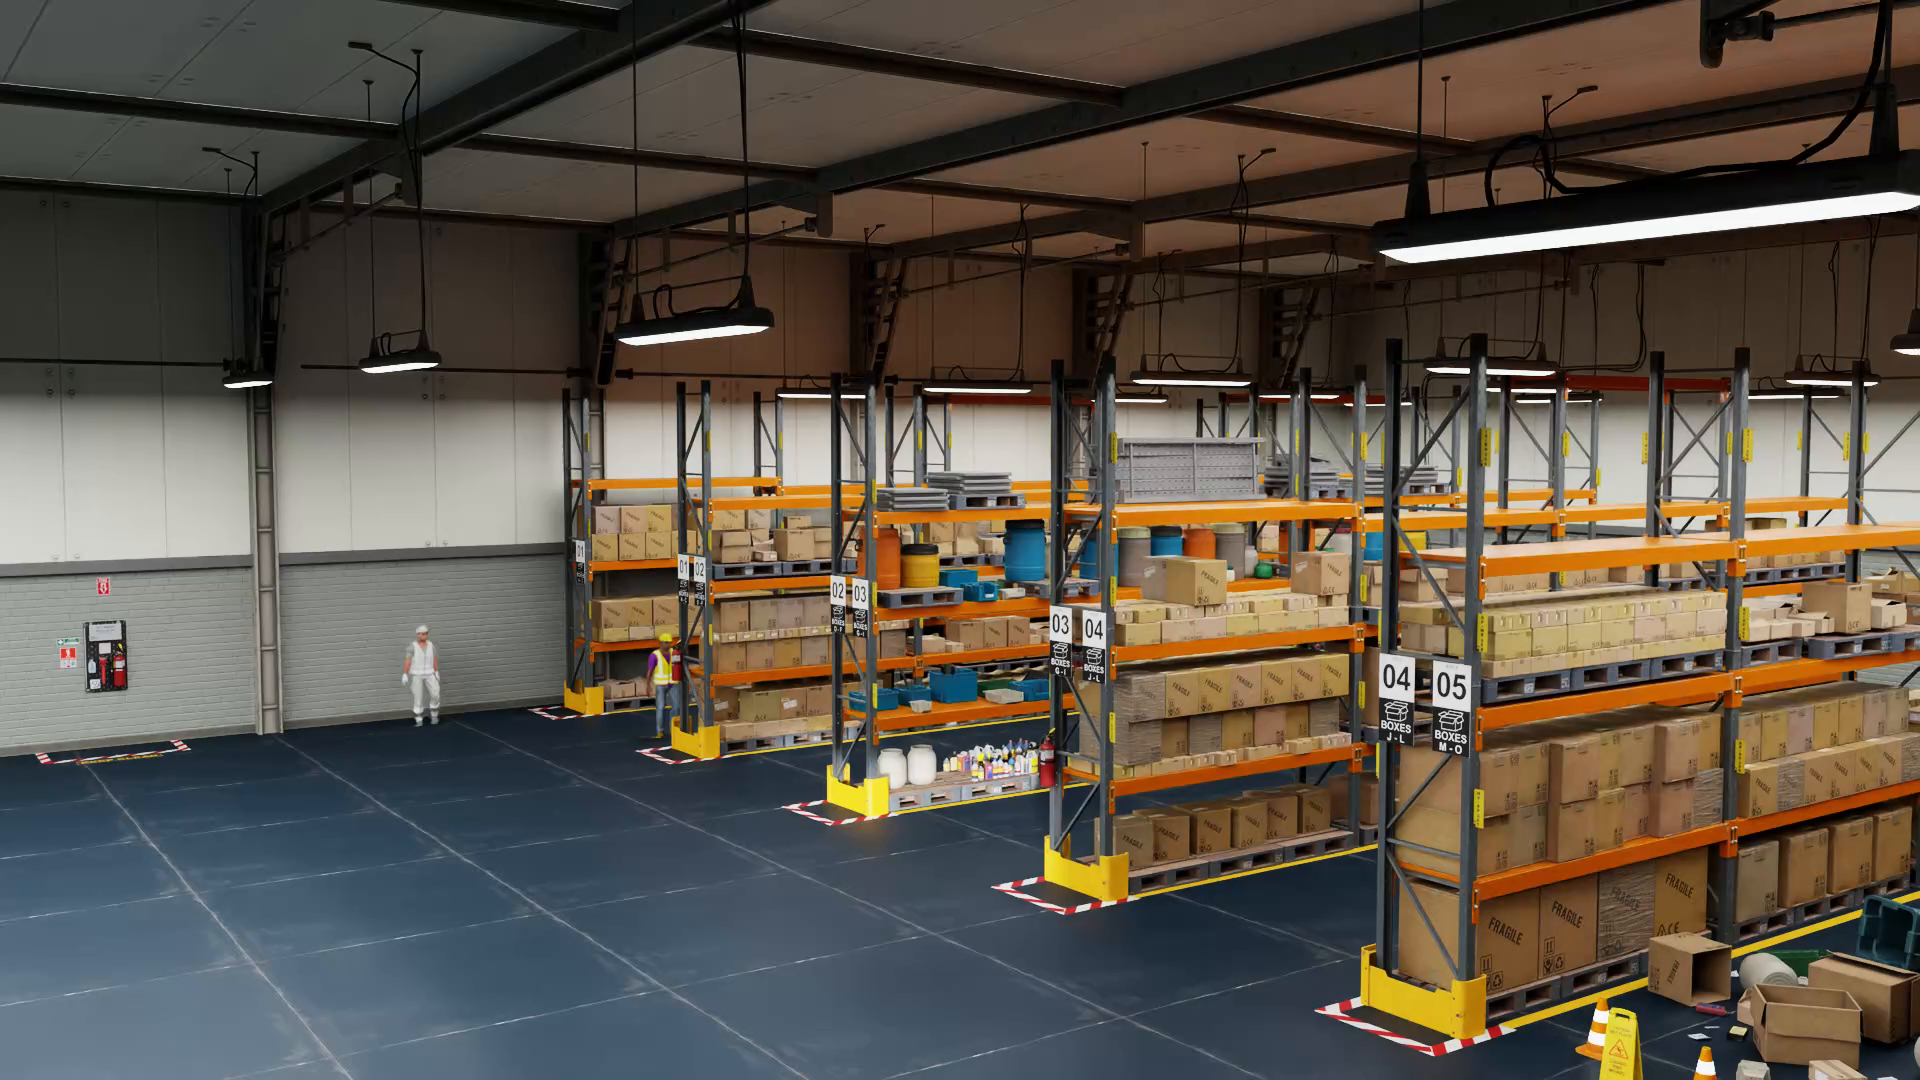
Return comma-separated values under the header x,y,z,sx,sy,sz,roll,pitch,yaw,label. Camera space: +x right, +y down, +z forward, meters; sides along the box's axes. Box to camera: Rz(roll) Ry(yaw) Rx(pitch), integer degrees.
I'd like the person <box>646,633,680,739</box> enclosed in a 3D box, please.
x,y,z,sx,sy,sz,roll,pitch,yaw,label
-5.007,2.508,28.286,0.673,1.838,0.399,-2,4,-31,person

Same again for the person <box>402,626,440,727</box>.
x,y,z,sx,sy,sz,roll,pitch,yaw,label
-9.519,2.397,29.353,0.677,1.786,0.390,-2,4,-33,person
